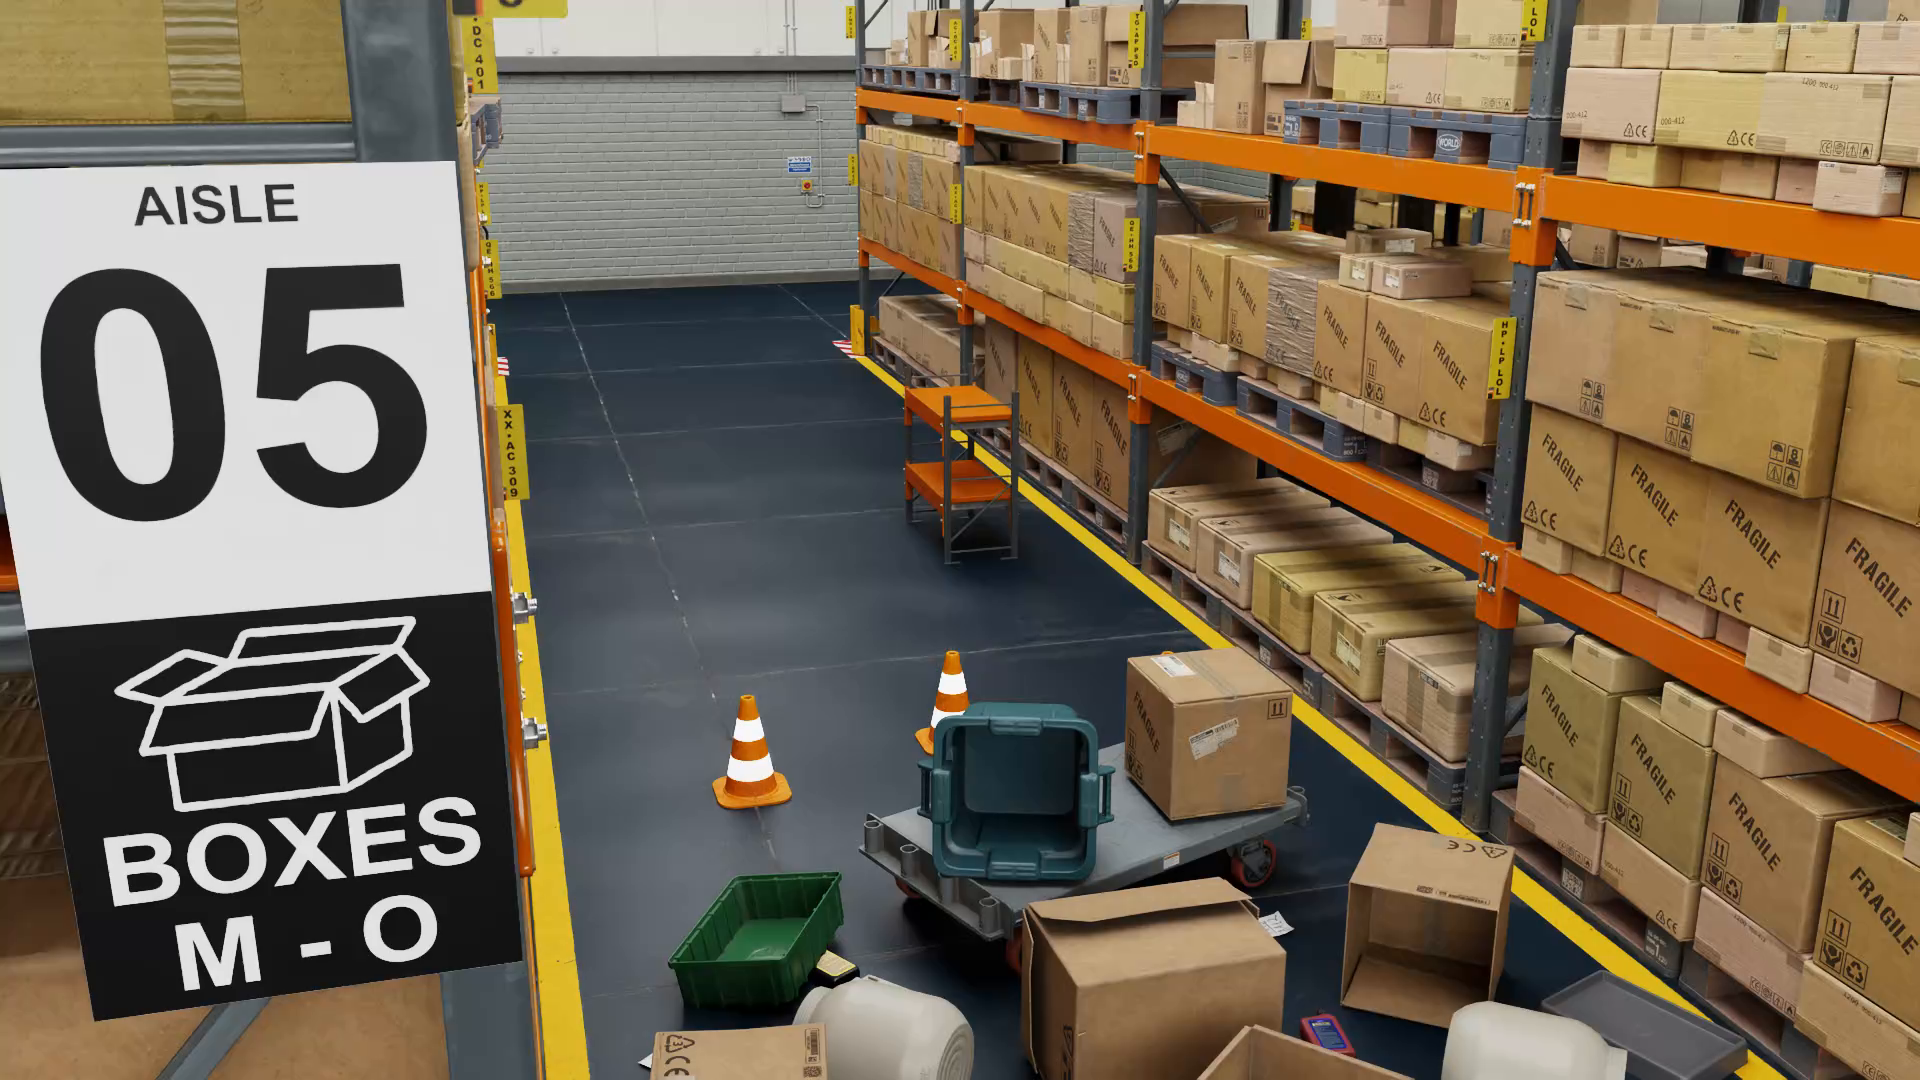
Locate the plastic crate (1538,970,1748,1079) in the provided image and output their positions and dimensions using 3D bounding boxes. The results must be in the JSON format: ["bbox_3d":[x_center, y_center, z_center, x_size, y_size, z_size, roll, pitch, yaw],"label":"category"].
[{"bbox_3d":[2.338,1.683,5.710,0.402,0.080,0.583,-12,20,-34],"label":"plastic crate"}]

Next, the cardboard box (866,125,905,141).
[{"bbox_3d":[-0.772,-4.251,17.350,0.380,0.149,0.250,-4,17,-14],"label":"cardboard box"}]

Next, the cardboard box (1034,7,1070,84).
[{"bbox_3d":[0.832,-3.471,11.675,0.500,0.500,0.500,-5,17,-15],"label":"cardboard box"}]

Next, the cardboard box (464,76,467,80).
[{"bbox_3d":[-1.417,-1.073,4.129,0.380,0.149,0.250,-5,17,-15],"label":"cardboard box"}]

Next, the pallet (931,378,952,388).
[{"bbox_3d":[0.362,-1.308,15.440,1.003,0.211,1.213,-5,17,-15],"label":"pallet"}]

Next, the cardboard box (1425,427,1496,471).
[{"bbox_3d":[2.288,-0.416,7.328,0.380,0.149,0.250,-4,17,-14],"label":"cardboard box"}]

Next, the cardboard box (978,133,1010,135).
[{"bbox_3d":[0.258,-3.795,15.833,0.380,0.149,0.250,-5,17,-15],"label":"cardboard box"}]

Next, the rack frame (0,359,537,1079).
[{"bbox_3d":[-0.938,1.311,1.872,1.000,3.000,0.127,-5,17,-15],"label":"rack frame"}]

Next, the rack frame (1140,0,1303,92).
[{"bbox_3d":[1.595,-4.194,9.772,1.000,3.000,0.127,-5,17,-15],"label":"rack frame"}]

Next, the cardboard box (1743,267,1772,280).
[{"bbox_3d":[5.817,-1.946,12.424,0.380,0.149,0.250,-4,17,-14],"label":"cardboard box"}]

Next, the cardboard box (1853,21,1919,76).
[{"bbox_3d":[2.878,-1.444,4.880,0.380,0.149,0.250,-5,17,-16],"label":"cardboard box"}]

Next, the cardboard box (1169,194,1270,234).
[{"bbox_3d":[1.695,-2.003,10.995,0.500,0.500,0.500,-5,18,-17],"label":"cardboard box"}]

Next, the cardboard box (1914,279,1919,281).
[{"bbox_3d":[6.425,-1.747,10.753,0.380,0.149,0.250,-4,17,-15],"label":"cardboard box"}]

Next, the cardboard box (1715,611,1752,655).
[{"bbox_3d":[2.832,0.298,5.683,0.380,0.149,0.250,-5,17,-16],"label":"cardboard box"}]

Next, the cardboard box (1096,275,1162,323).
[{"bbox_3d":[1.218,-1.602,10.963,0.500,0.250,0.500,-5,17,-15],"label":"cardboard box"}]

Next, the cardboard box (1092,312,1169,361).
[{"bbox_3d":[1.207,-1.368,11.054,0.500,0.250,0.500,-5,18,-17],"label":"cardboard box"}]

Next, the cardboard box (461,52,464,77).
[{"bbox_3d":[-1.241,-1.017,3.250,0.500,0.250,0.500,-5,17,-16],"label":"cardboard box"}]

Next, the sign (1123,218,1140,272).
[{"bbox_3d":[1.063,-1.830,10.319,0.100,0.325,0.005,-5,17,-15],"label":"sign"}]

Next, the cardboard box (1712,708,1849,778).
[{"bbox_3d":[2.794,0.672,5.620,0.380,0.149,0.250,-4,17,-12],"label":"cardboard box"}]

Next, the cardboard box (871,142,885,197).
[{"bbox_3d":[-0.596,-3.763,16.852,0.500,0.500,0.500,-5,17,-17],"label":"cardboard box"}]

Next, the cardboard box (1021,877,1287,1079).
[{"bbox_3d":[0.612,1.479,5.418,0.797,0.637,0.503,-5,17,-15],"label":"cardboard box"}]

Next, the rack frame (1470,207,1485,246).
[{"bbox_3d":[5.268,-2.821,15.628,1.000,3.000,0.127,-5,17,-15],"label":"rack frame"}]

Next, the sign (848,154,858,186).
[{"bbox_3d":[-1.138,-3.944,17.725,0.100,0.325,0.005,-5,17,-15],"label":"sign"}]

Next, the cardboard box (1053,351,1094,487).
[{"bbox_3d":[1.244,-0.949,12.360,0.875,0.875,0.875,-4,17,-15],"label":"cardboard box"}]

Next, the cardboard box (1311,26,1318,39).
[{"bbox_3d":[4.049,-5.531,18.312,0.500,0.250,0.500,-5,17,-16],"label":"cardboard box"}]

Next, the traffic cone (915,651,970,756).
[{"bbox_3d":[-0.033,0.767,8.093,0.336,0.463,0.334,-5,17,-15],"label":"traffic cone"}]

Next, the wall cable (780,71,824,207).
[{"bbox_3d":[-2.175,-5.593,23.037,0.585,1.953,0.123,-5,17,-15],"label":"wall cable"}]

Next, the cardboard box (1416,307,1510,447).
[{"bbox_3d":[2.347,-0.715,7.199,0.500,0.500,0.500,-5,17,-16],"label":"cardboard box"}]

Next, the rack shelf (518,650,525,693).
[{"bbox_3d":[-2.587,-0.004,7.501,1.077,0.370,4.000,-5,17,-15],"label":"rack shelf"}]

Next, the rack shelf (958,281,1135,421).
[{"bbox_3d":[1.046,-1.529,12.580,1.077,0.370,4.000,-5,17,-15],"label":"rack shelf"}]

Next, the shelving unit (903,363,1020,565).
[{"bbox_3d":[-0.002,-0.541,11.296,0.538,1.125,1.048,-5,17,-15],"label":"shelving unit"}]

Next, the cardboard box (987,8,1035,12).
[{"bbox_3d":[0.536,-4.340,14.394,0.500,0.500,0.500,-4,17,-14],"label":"cardboard box"}]

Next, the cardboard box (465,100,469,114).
[{"bbox_3d":[-0.933,-0.584,2.500,0.380,0.149,0.250,-5,17,-15],"label":"cardboard box"}]

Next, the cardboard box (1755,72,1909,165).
[{"bbox_3d":[2.828,-1.297,5.084,0.500,0.250,0.500,-5,17,-15],"label":"cardboard box"}]

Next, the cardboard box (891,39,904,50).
[{"bbox_3d":[-0.393,-5.030,17.126,0.500,0.250,0.500,-6,18,-20],"label":"cardboard box"}]

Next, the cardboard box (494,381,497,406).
[{"bbox_3d":[-2.336,-0.428,7.489,0.500,0.500,0.500,-4,17,-14],"label":"cardboard box"}]

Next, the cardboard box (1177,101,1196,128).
[{"bbox_3d":[1.518,-2.536,9.904,0.380,0.149,0.250,-5,17,-15],"label":"cardboard box"}]

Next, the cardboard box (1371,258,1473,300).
[{"bbox_3d":[2.149,-1.216,7.737,0.380,0.149,0.250,-5,17,-17],"label":"cardboard box"}]

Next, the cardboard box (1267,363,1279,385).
[{"bbox_3d":[1.894,-0.923,9.019,0.380,0.149,0.250,-4,17,-13],"label":"cardboard box"}]

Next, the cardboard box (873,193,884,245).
[{"bbox_3d":[-0.582,-3.288,17.011,0.500,0.500,0.500,-5,17,-16],"label":"cardboard box"}]

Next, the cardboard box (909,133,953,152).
[{"bbox_3d":[-0.267,-3.750,15.683,0.380,0.149,0.250,-5,17,-15],"label":"cardboard box"}]

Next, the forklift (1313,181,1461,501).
[{"bbox_3d":[3.303,-1.772,12.257,1.130,2.935,3.031,-6,18,-19],"label":"forklift"}]

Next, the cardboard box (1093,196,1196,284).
[{"bbox_3d":[1.202,-1.970,10.884,0.500,0.500,0.500,-5,17,-17],"label":"cardboard box"}]

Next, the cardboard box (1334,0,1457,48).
[{"bbox_3d":[2.111,-2.450,7.843,0.500,0.250,0.500,-4,17,-14],"label":"cardboard box"}]

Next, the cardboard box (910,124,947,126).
[{"bbox_3d":[-0.312,-4.288,17.472,0.380,0.149,0.250,-4,17,-15],"label":"cardboard box"}]

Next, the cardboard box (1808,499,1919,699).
[{"bbox_3d":[2.991,0.154,5.034,0.500,0.500,0.500,-4,17,-15],"label":"cardboard box"}]

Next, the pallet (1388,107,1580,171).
[{"bbox_3d":[2.627,-1.740,7.143,1.213,0.211,1.003,-5,17,-15],"label":"pallet"}]

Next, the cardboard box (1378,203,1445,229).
[{"bbox_3d":[4.617,-3.289,16.932,0.500,0.250,0.500,-5,17,-16],"label":"cardboard box"}]

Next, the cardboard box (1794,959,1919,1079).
[{"bbox_3d":[3.029,1.517,5.236,0.500,0.250,0.500,-5,18,-17],"label":"cardboard box"}]

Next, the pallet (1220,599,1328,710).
[{"bbox_3d":[2.140,0.568,9.194,1.003,0.211,1.213,-5,17,-15],"label":"pallet"}]

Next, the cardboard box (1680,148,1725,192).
[{"bbox_3d":[2.737,-1.288,5.749,0.380,0.149,0.250,-5,17,-15],"label":"cardboard box"}]

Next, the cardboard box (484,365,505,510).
[{"bbox_3d":[-1.706,-0.136,4.554,0.875,0.550,0.550,-5,17,-15],"label":"cardboard box"}]

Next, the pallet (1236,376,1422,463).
[{"bbox_3d":[2.179,-0.684,8.850,1.003,0.211,1.213,-5,17,-15],"label":"pallet"}]

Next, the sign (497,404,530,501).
[{"bbox_3d":[-1.504,-0.292,5.567,0.100,0.325,0.005,-5,17,-15],"label":"sign"}]

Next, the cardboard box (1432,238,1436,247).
[{"bbox_3d":[4.750,-2.909,16.358,0.380,0.149,0.250,-4,17,-14],"label":"cardboard box"}]
